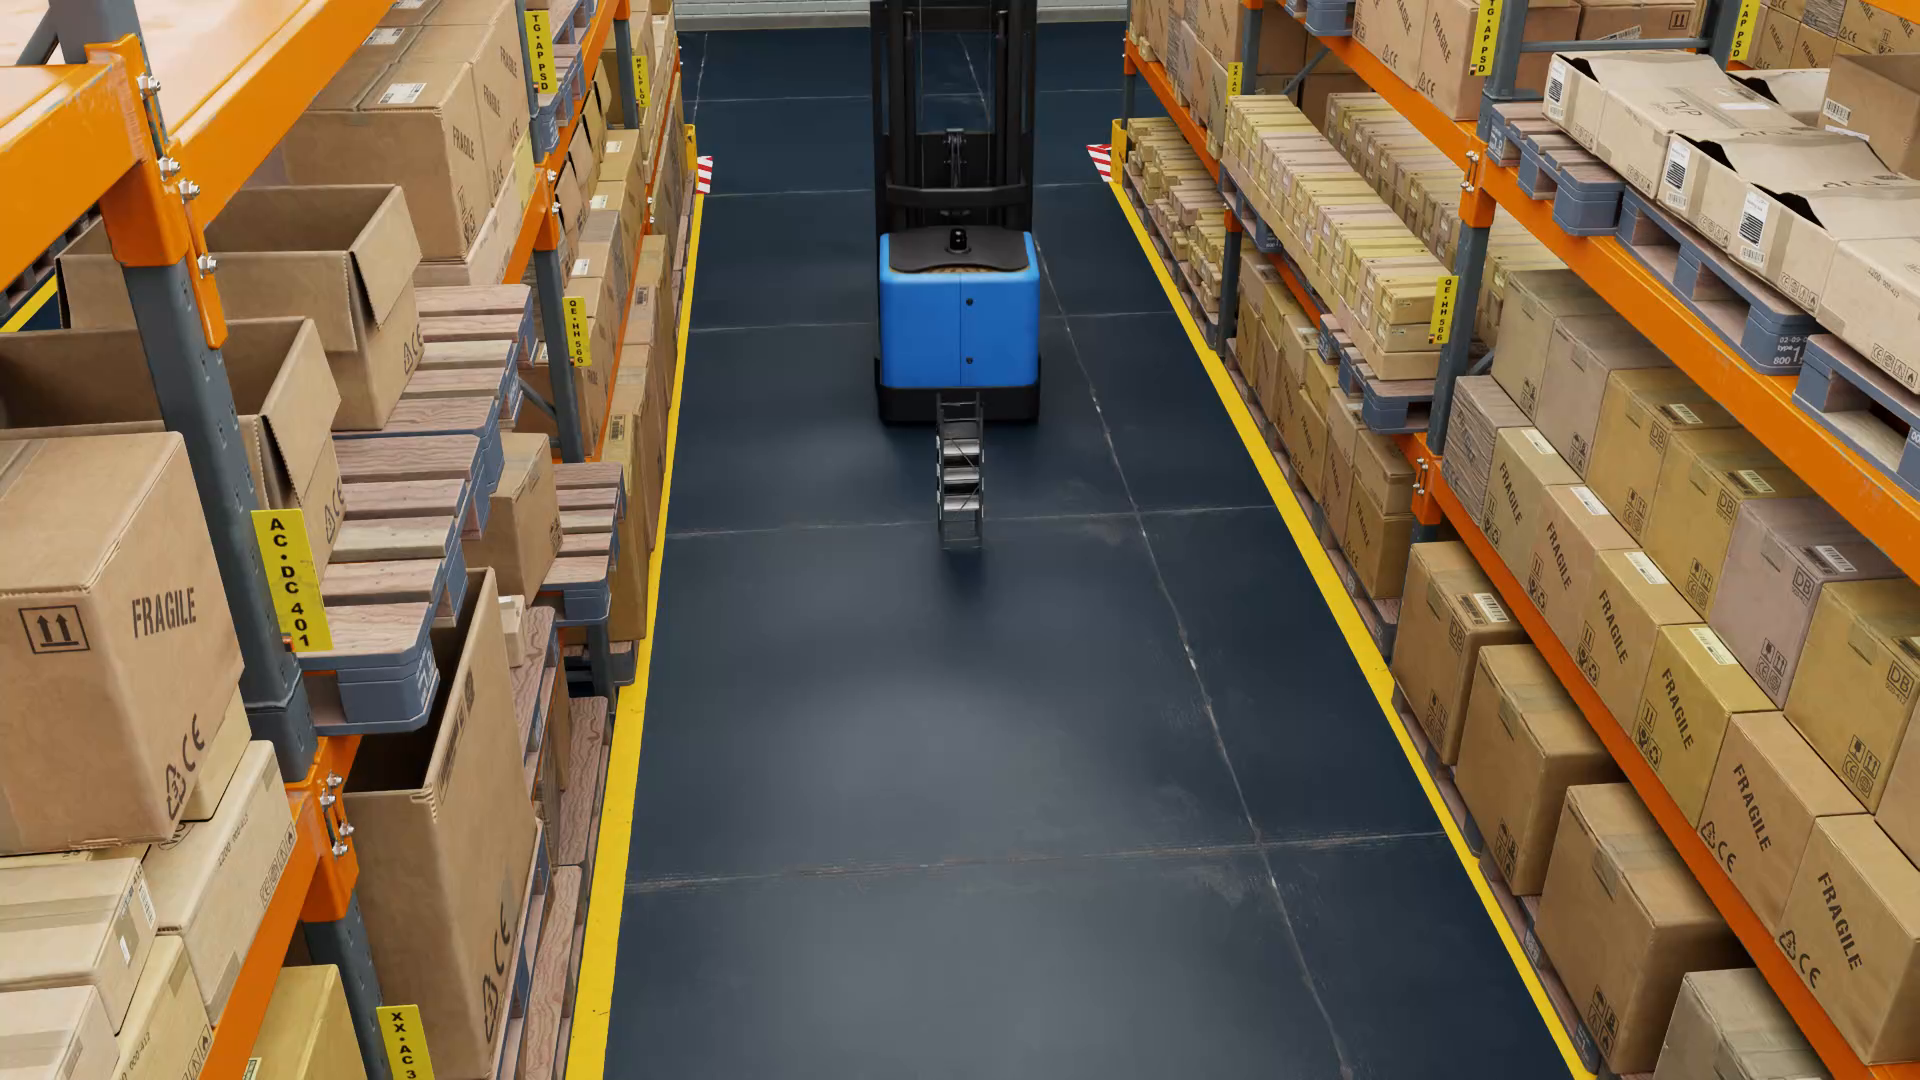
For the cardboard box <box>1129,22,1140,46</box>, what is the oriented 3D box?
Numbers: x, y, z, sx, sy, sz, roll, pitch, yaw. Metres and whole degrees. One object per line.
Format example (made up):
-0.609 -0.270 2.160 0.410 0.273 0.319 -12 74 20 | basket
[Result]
1.682 -4.401 14.438 0.380 0.149 0.250 -3 31 -5 | cardboard box

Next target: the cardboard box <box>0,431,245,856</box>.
-1.553 0.167 2.745 0.500 0.500 0.500 -4 31 -6 | cardboard box

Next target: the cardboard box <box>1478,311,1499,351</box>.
2.860 -1.053 8.424 0.380 0.149 0.250 -1 31 -2 | cardboard box

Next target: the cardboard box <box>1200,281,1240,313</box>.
1.976 -1.788 12.189 0.380 0.149 0.250 -2 31 -4 | cardboard box

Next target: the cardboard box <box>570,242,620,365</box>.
-2.099 -1.248 8.817 0.500 0.500 0.500 -3 31 -5 | cardboard box

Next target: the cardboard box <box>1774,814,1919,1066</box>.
2.784 1.140 4.819 0.500 0.500 0.500 -3 31 -5 | cardboard box

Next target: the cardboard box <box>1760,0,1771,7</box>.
6.769 -4.666 13.565 0.500 0.500 0.500 -3 31 -5 | cardboard box

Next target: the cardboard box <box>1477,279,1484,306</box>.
2.824 -1.336 8.608 0.380 0.149 0.250 -4 31 -6 | cardboard box

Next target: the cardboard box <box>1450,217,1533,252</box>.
2.805 -1.576 8.720 0.380 0.149 0.250 -4 31 -7 | cardboard box

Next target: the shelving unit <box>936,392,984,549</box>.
-0.001 -0.390 9.527 0.258 0.900 0.210 -3 31 -5 | shelving unit

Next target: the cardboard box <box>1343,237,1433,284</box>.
2.177 -1.424 8.464 0.380 0.149 0.250 -2 31 -3 | cardboard box

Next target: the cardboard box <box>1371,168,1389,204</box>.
2.684 -2.121 9.921 0.380 0.149 0.250 -4 31 -7 | cardboard box

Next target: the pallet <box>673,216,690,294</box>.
-2.706 -2.281 13.363 1.003 0.211 1.213 -3 31 -5 | pallet

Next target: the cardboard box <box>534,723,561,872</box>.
-2.075 1.089 7.011 0.700 0.500 0.500 -5 31 -9 | cardboard box

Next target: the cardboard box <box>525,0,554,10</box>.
-2.435 -2.974 8.369 0.797 0.503 0.637 -3 31 -5 | cardboard box

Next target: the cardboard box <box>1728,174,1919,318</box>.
2.716 -0.920 5.021 0.500 0.311 0.500 -4 31 -6 | cardboard box

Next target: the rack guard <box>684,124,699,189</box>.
-2.972 -3.443 15.027 1.175 0.500 0.348 -3 31 -5 | rack guard

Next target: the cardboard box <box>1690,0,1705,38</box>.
6.656 -4.763 14.701 0.500 0.500 0.500 -3 31 -5 | cardboard box

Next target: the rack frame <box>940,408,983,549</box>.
0.009 -0.339 9.440 0.240 0.900 0.006 -3 31 -5 | rack frame

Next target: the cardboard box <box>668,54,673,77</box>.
-2.538 -3.841 13.501 0.380 0.149 0.250 -2 31 -4 | cardboard box

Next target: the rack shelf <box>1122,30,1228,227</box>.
2.165 -3.360 13.152 1.077 0.370 4.000 -3 31 -5 | rack shelf

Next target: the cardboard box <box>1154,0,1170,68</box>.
1.853 -4.095 13.294 0.500 0.500 0.500 -2 31 -4 | cardboard box

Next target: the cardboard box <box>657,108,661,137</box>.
-2.393 -3.054 12.183 0.380 0.149 0.250 -3 31 -5 | cardboard box

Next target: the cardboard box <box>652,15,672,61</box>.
-2.614 -4.073 13.501 0.500 0.250 0.500 -3 31 -5 | cardboard box

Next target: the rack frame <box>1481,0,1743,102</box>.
2.725 -3.181 6.301 1.000 3.000 0.127 -3 31 -5 | rack frame

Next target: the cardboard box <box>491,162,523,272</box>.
-1.874 -1.159 5.987 0.500 0.250 0.500 -3 31 -5 | cardboard box

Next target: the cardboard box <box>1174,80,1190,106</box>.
1.874 -3.469 12.878 0.380 0.149 0.250 -2 31 -4 | cardboard box

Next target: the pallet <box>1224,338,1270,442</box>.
2.426 -1.053 11.308 1.003 0.211 1.213 -3 31 -5 | pallet

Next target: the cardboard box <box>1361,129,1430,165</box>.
2.656 -2.377 10.060 0.380 0.149 0.250 -3 31 -5 | cardboard box

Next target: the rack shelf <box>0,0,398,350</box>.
-2.036 -1.493 4.567 1.077 0.370 4.000 -3 31 -5 | rack shelf

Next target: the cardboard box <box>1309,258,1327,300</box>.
2.129 -1.431 9.056 0.380 0.149 0.250 -4 31 -7 | cardboard box

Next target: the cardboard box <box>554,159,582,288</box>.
-2.333 -1.600 8.428 0.797 0.503 0.637 -2 31 -3 | cardboard box

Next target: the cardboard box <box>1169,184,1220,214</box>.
1.864 -2.691 13.121 0.380 0.149 0.250 -4 31 -6 | cardboard box

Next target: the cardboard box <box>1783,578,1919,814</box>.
2.997 0.449 5.001 0.700 0.500 0.500 -3 31 -5 | cardboard box

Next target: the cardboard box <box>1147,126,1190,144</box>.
1.834 -3.483 14.447 0.380 0.149 0.250 -2 31 -4 | cardboard box

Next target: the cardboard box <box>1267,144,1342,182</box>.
2.029 -2.221 9.799 0.380 0.149 0.250 -3 31 -5 | cardboard box

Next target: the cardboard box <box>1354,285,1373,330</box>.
2.199 -1.172 8.333 0.380 0.149 0.250 -2 31 -3 | cardboard box

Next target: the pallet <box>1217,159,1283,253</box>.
2.278 -2.168 10.642 1.003 0.211 1.213 -3 31 -5 | pallet

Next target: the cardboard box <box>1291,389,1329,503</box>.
2.293 -0.570 9.809 0.500 0.500 0.500 -4 31 -7 | cardboard box

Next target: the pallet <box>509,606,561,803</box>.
-1.997 0.672 5.888 1.003 0.211 1.213 -3 31 -5 | pallet

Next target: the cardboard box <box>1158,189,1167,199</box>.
1.878 -2.846 13.960 0.380 0.149 0.250 -3 31 -4 | cardboard box

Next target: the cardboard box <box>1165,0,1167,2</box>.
1.835 -4.524 13.036 0.500 0.500 0.500 -3 31 -6 | cardboard box

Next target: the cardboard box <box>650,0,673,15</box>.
-2.663 -4.653 13.740 0.500 0.500 0.500 -2 31 -4 | cardboard box

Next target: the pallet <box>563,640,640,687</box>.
-2.221 0.372 8.922 1.003 0.211 1.213 -3 31 -5 | pallet

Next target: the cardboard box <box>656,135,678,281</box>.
-2.662 -2.530 12.723 0.875 0.875 0.875 -3 31 -5 | cardboard box

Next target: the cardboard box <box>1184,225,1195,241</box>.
1.956 -2.413 12.945 0.380 0.149 0.250 -2 31 -3 | cardboard box

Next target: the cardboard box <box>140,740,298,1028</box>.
-1.546 0.620 3.009 0.500 0.250 0.500 -2 31 -3 | cardboard box

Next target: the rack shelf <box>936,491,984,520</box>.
-0.001 -0.207 9.636 0.258 0.077 0.200 -3 31 -5 | rack shelf

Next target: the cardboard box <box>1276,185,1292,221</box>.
2.058 -1.955 9.644 0.380 0.149 0.250 -3 31 -5 | cardboard box

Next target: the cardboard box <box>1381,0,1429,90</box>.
2.359 -2.470 7.938 0.500 0.500 0.500 -3 31 -5 | cardboard box

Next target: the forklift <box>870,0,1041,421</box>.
-0.052 -2.758 11.509 1.130 2.935 3.031 -1 31 -2 | forklift

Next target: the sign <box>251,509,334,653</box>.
-1.309 0.083 3.257 0.100 0.325 0.005 -3 31 -5 | sign

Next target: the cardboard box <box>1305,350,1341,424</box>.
2.310 -0.889 9.610 0.500 0.250 0.500 -2 31 -3 | cardboard box

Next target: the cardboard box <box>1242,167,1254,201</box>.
1.982 -2.228 10.391 0.380 0.149 0.250 -3 31 -4 | cardboard box

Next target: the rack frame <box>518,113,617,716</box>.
-2.222 -0.419 7.527 1.000 3.000 0.127 -3 31 -5 | rack frame

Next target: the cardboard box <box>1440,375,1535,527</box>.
2.498 -0.406 7.408 0.500 0.500 0.500 -2 31 -4 | cardboard box
